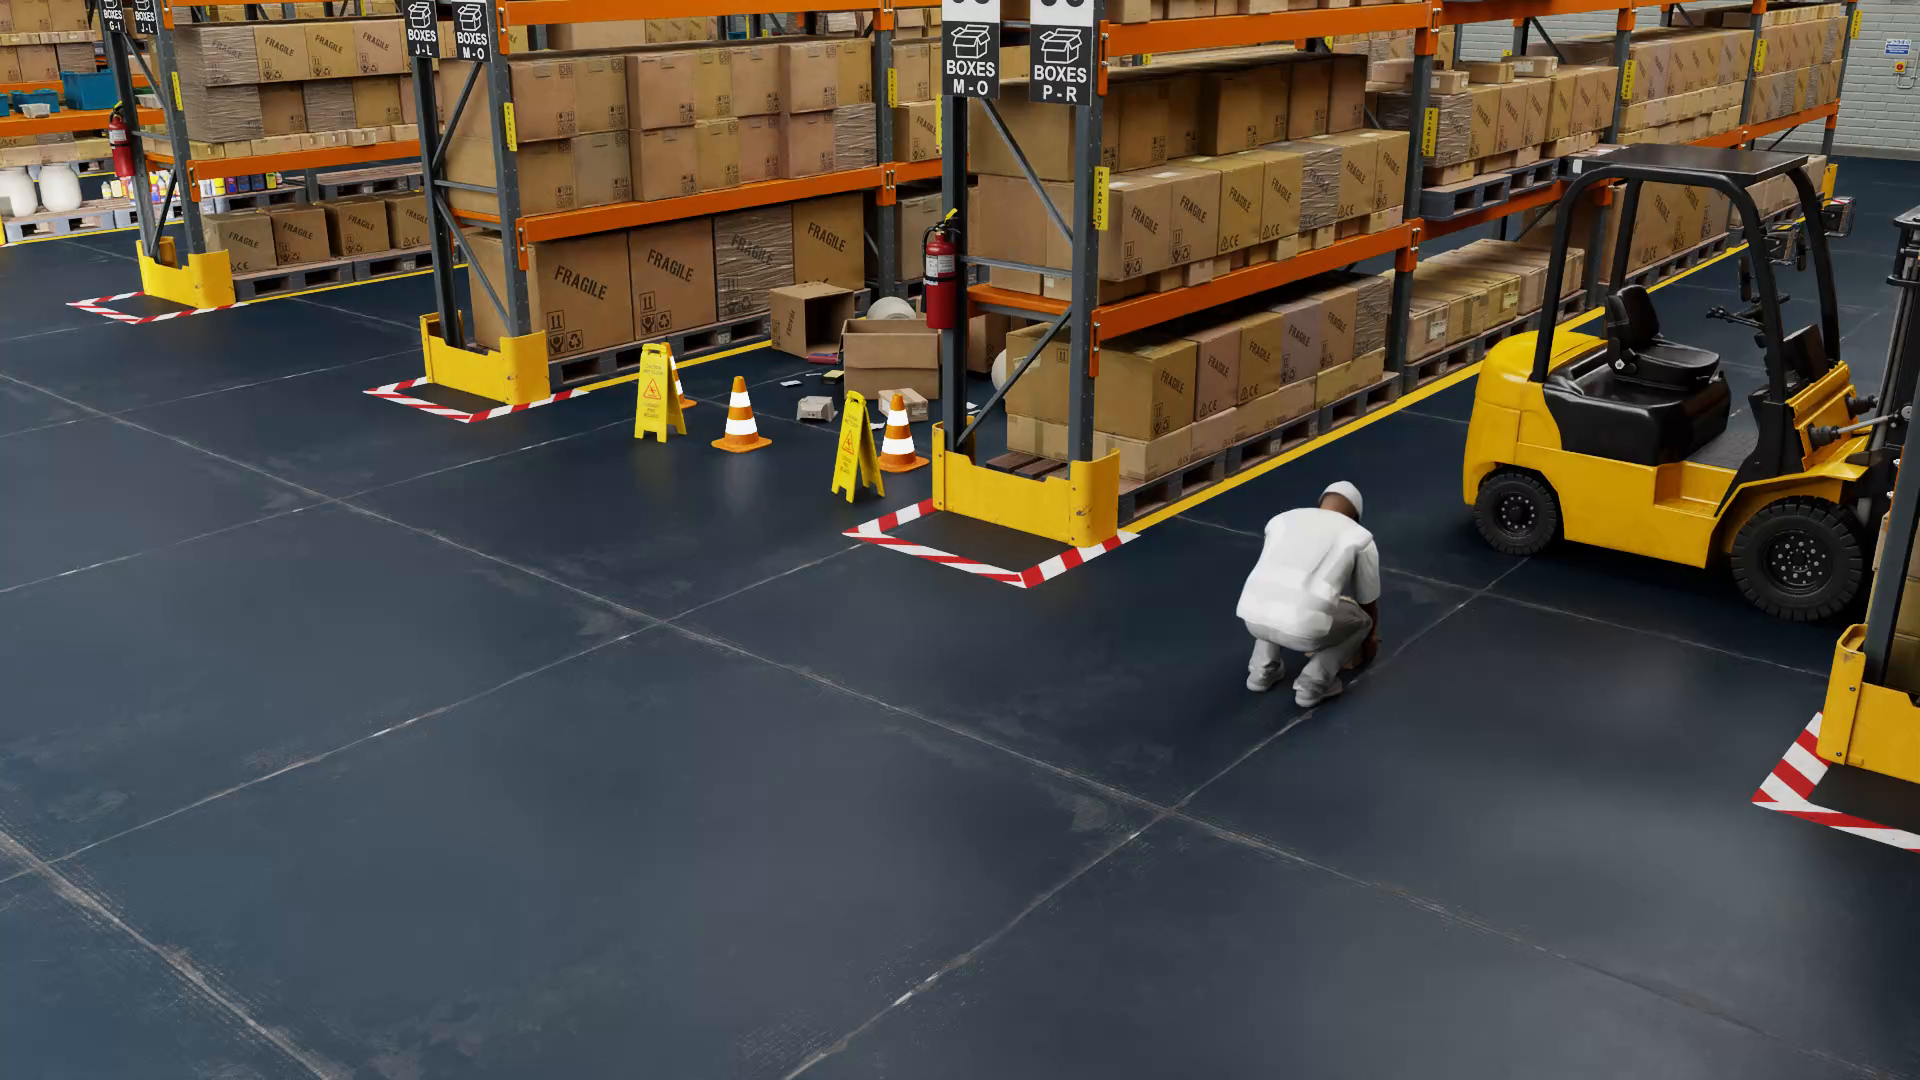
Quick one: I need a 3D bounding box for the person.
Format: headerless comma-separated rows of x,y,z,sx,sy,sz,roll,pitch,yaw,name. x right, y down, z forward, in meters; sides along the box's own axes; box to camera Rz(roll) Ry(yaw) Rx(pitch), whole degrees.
1.590,0.246,7.596,0.560,0.892,0.901,16,25,37,person
